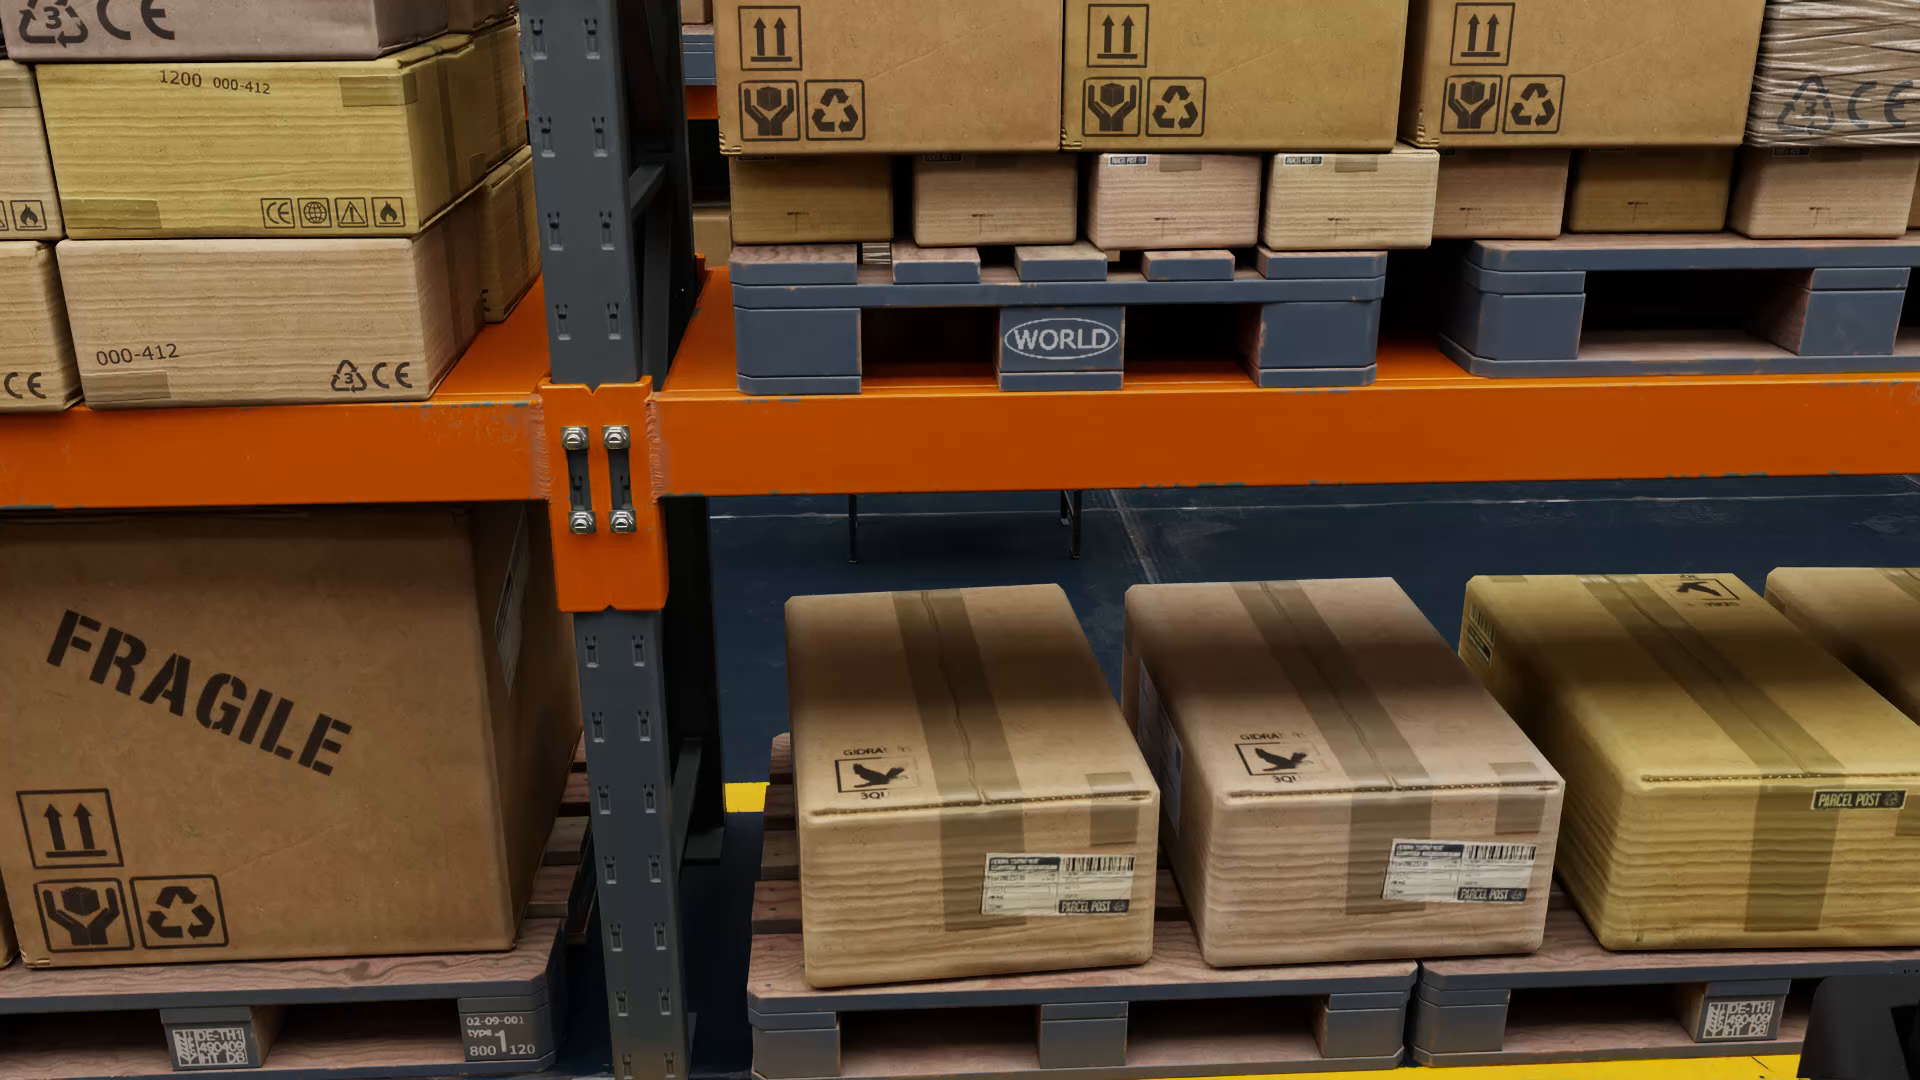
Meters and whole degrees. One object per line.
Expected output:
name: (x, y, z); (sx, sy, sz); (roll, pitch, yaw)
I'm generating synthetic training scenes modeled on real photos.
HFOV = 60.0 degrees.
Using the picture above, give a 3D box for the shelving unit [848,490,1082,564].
shelving unit: (0.007, -0.701, 5.354); (0.755, 1.500, 0.431); (-1, 21, -3)

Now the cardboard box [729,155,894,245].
cardboard box: (-0.249, -0.597, 2.736); (0.250, 0.149, 0.380); (-2, 21, -6)

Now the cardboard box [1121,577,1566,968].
cardboard box: (0.717, 0.428, 3.383); (0.625, 0.372, 0.950); (-2, 21, -4)

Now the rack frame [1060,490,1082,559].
rack frame: (0.372, -0.708, 5.374); (0.023, 1.500, 0.400); (-1, 21, -3)

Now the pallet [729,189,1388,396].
pallet: (0.121, -0.540, 3.094); (1.003, 0.211, 1.213); (-1, 21, -3)

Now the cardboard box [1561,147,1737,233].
cardboard box: (1.103, -0.631, 2.824); (0.250, 0.149, 0.380); (0, 21, -1)

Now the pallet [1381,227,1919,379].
pallet: (1.390, -0.543, 3.100); (1.213, 0.211, 1.003); (-1, 21, -3)

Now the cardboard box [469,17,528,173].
cardboard box: (-1.104, -0.819, 3.064); (0.500, 0.250, 0.500); (-1, 21, -3)

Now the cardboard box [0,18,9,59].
cardboard box: (-1.597, -0.975, 2.420); (0.500, 0.500, 0.500); (-1, 21, -2)

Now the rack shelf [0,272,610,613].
rack shelf: (-2.581, -0.201, 2.944); (4.000, 0.370, 1.077); (-1, 21, -3)

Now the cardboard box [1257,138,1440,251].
cardboard box: (0.587, -0.578, 2.687); (0.250, 0.149, 0.380); (-1, 21, -3)

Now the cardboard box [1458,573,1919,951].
cardboard box: (1.474, 0.415, 3.418); (0.625, 0.372, 0.950); (0, 21, -1)

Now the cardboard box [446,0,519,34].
cardboard box: (-1.091, -1.169, 2.929); (0.500, 0.500, 0.500); (-2, 21, -5)

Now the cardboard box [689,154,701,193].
cardboard box: (-1.410, -1.772, 8.071); (0.250, 0.149, 0.380); (0, 21, 0)

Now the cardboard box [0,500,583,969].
cardboard box: (-1.279, 0.204, 3.266); (0.875, 0.875, 0.875); (-1, 21, -4)

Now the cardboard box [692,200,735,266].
cardboard box: (-1.281, -1.284, 7.700); (0.500, 0.500, 0.500); (-1, 21, -1)

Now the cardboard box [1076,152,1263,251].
cardboard box: (0.311, -0.580, 2.692); (0.250, 0.149, 0.380); (-3, 21, -7)

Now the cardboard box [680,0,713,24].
cardboard box: (-1.394, -2.629, 7.579); (0.500, 0.500, 0.500); (0, 21, -1)

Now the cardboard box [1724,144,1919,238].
cardboard box: (1.367, -0.613, 2.777); (0.250, 0.149, 0.380); (-1, 21, -1)

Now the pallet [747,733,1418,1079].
pallet: (0.196, 0.710, 3.459); (1.213, 0.211, 1.003); (-1, 21, -3)

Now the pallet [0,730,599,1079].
pallet: (-1.376, 0.715, 3.447); (1.213, 0.211, 1.003); (-1, 21, -3)

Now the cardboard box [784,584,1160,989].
cardboard box: (-0.020, 0.446, 3.336); (0.625, 0.372, 0.950); (-3, 21, -7)

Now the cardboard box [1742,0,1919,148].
cardboard box: (1.428, -0.920, 2.673); (0.500, 0.500, 0.500); (-2, 21, -5)

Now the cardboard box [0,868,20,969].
cardboard box: (-2.169, 0.220, 3.223); (0.875, 0.875, 0.875); (-1, 21, -2)

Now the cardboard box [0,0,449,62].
cardboard box: (-1.086, -0.988, 2.455); (0.500, 0.500, 0.500); (-2, 21, -5)

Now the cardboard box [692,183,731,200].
cardboard box: (-1.308, -1.460, 8.163); (0.500, 0.500, 0.500); (0, 21, -1)

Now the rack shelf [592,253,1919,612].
rack shelf: (1.412, -0.282, 3.157); (4.000, 0.370, 1.077); (-1, 21, -3)

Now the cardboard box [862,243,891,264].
cardboard box: (-0.248, -1.435, 7.922); (0.625, 0.625, 0.875); (-1, 21, -1)

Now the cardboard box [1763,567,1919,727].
cardboard box: (2.168, 0.400, 3.457); (0.625, 0.372, 0.950); (0, 21, 0)

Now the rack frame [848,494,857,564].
rack frame: (-0.359, -0.694, 5.335); (0.023, 1.500, 0.400); (-1, 21, -3)

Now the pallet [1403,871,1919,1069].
pallet: (1.411, 0.686, 3.521); (1.213, 0.211, 1.003); (-1, 21, -3)

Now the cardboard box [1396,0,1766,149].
cardboard box: (0.928, -0.913, 2.654); (0.500, 0.500, 0.500); (-1, 21, -2)

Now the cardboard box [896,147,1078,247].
cardboard box: (0.035, -0.591, 2.720); (0.250, 0.149, 0.380); (-2, 21, -6)

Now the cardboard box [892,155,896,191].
cardboard box: (-0.007, -0.778, 3.211); (0.250, 0.149, 0.380); (-1, 21, -2)

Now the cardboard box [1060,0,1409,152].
cardboard box: (0.398, -0.900, 2.620); (0.500, 0.500, 0.500); (0, 21, 0)

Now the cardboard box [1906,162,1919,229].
cardboard box: (1.623, -0.645, 2.862); (0.250, 0.149, 0.380); (-2, 21, -5)

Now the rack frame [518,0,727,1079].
rack frame: (-0.584, -0.578, 2.922); (0.127, 3.000, 1.000); (-1, 21, -3)

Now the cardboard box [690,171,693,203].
cardboard box: (-1.350, -1.572, 7.546); (0.250, 0.149, 0.380); (-2, 21, -6)

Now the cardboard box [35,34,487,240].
cardboard box: (-1.053, -0.641, 2.597); (0.500, 0.250, 0.500); (-1, 21, -3)

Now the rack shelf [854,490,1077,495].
rack shelf: (0.007, -0.396, 5.470); (0.720, 0.370, 0.431); (-1, 21, -3)

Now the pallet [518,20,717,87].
pallet: (-1.544, -2.212, 7.486); (1.003, 0.211, 1.213); (-1, 21, -3)

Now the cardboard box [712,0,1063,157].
cardboard box: (-0.122, -0.887, 2.585); (0.500, 0.500, 0.500); (-2, 21, -5)

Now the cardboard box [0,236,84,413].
cardboard box: (-1.583, -0.389, 2.638); (0.500, 0.250, 0.500); (-1, 21, -2)

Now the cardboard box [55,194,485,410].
cardboard box: (-1.074, -0.405, 2.680); (0.500, 0.250, 0.500); (-2, 21, -5)

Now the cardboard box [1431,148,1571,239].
cardboard box: (0.823, -0.611, 2.773); (0.250, 0.149, 0.380); (0, 21, 0)

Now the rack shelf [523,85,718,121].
rack shelf: (-2.868, -1.964, 7.575); (4.000, 0.370, 1.077); (-1, 21, -3)

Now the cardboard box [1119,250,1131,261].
cardboard box: (1.076, -1.465, 8.000); (0.625, 0.625, 0.875); (-2, 21, -5)

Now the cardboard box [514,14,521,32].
cardboard box: (-1.906, -2.331, 7.147); (0.500, 0.250, 0.500); (-2, 21, -6)

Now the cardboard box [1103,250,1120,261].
cardboard box: (0.404, -1.451, 7.964); (0.625, 0.625, 0.875); (0, 21, -1)

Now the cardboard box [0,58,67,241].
cardboard box: (-1.565, -0.629, 2.566); (0.500, 0.250, 0.500); (-2, 21, -4)

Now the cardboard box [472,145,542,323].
cardboard box: (-1.087, -0.587, 3.158); (0.500, 0.250, 0.500); (-2, 21, -4)
